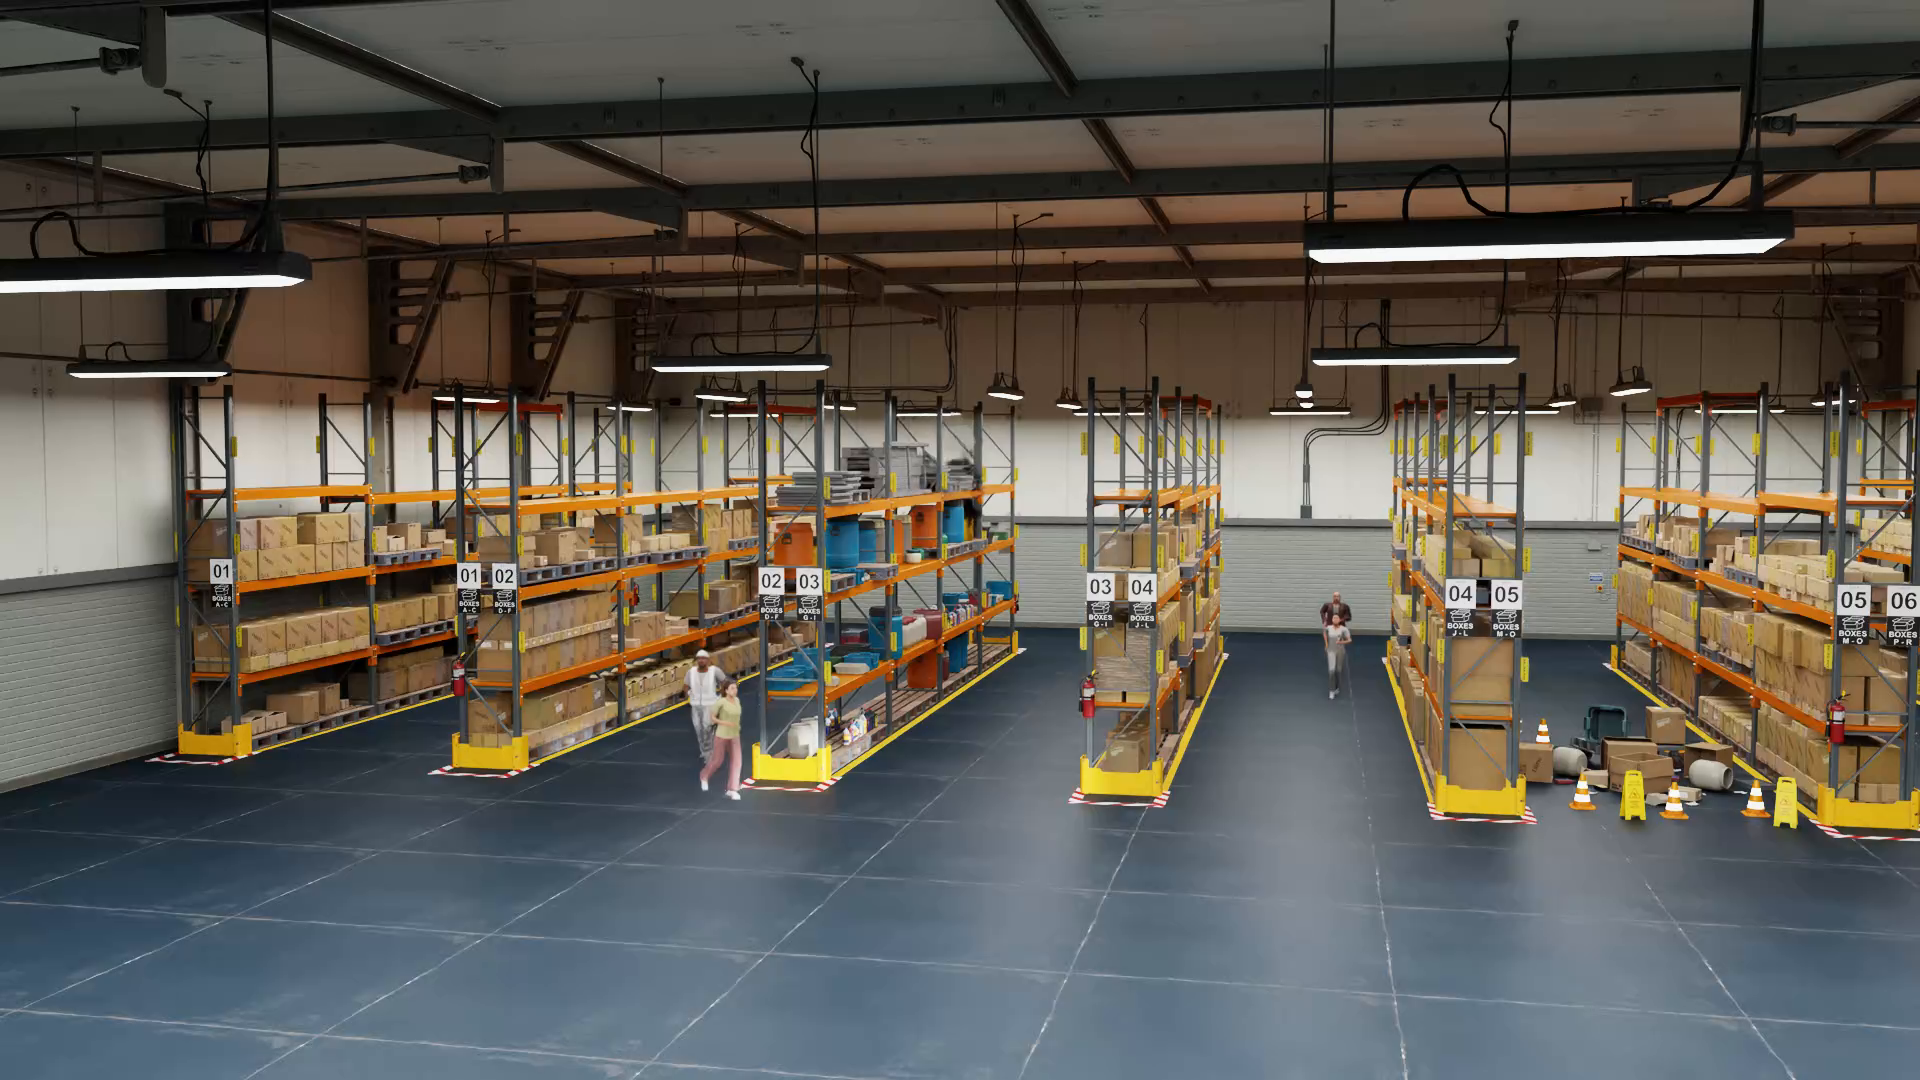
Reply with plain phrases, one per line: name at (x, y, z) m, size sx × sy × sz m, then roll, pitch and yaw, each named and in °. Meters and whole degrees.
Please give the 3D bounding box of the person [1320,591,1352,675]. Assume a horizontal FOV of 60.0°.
person at (8.327, 2.057, 36.852) m, size 0.683 × 1.843 × 0.858 m, roll 1°, pitch 3°, yaw 11°

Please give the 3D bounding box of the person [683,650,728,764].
person at (-4.070, 2.650, 26.380) m, size 0.677 × 1.823 × 0.659 m, roll 0°, pitch 3°, yaw 7°

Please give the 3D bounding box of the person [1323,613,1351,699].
person at (7.546, 2.305, 33.271) m, size 0.554 × 1.718 × 0.757 m, roll 1°, pitch 3°, yaw 14°

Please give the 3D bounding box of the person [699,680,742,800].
person at (-3.315, 2.829, 23.838) m, size 0.579 × 1.657 × 0.960 m, roll -3°, pitch 4°, yaw -40°
